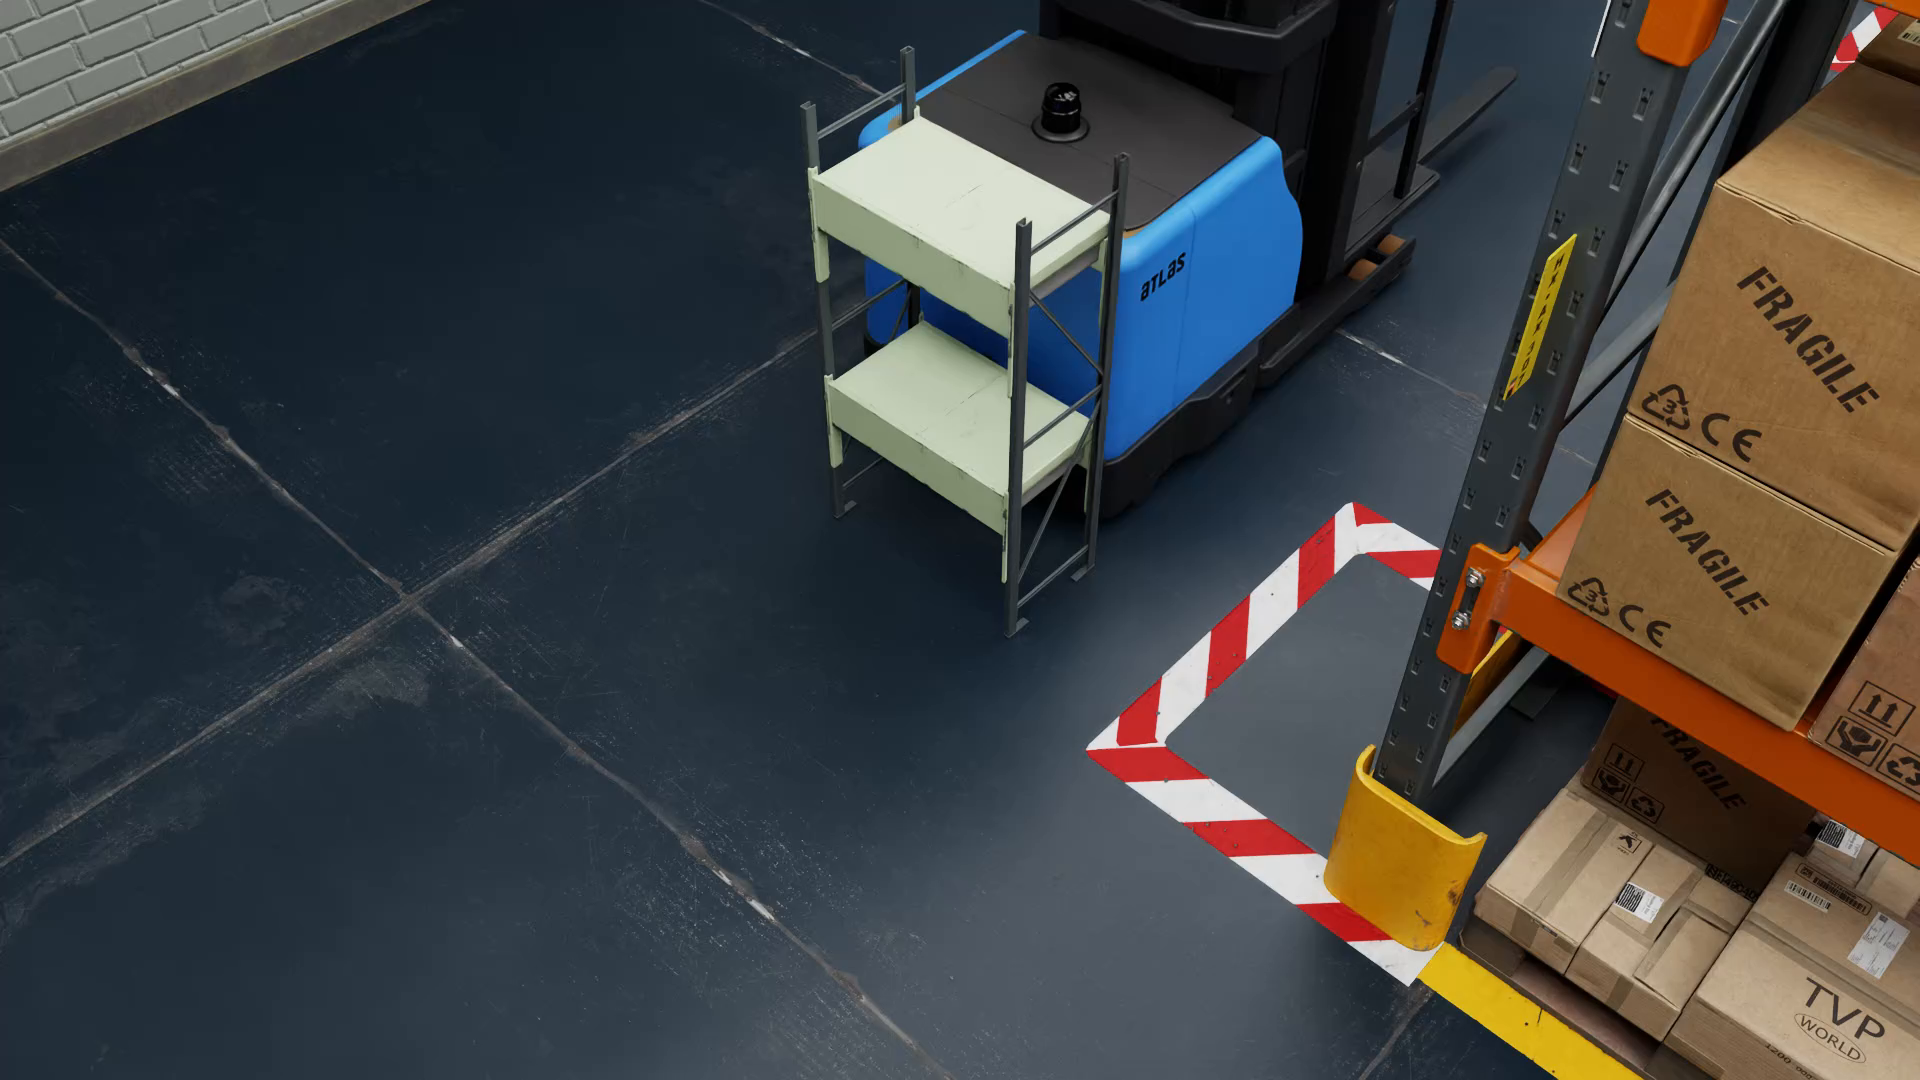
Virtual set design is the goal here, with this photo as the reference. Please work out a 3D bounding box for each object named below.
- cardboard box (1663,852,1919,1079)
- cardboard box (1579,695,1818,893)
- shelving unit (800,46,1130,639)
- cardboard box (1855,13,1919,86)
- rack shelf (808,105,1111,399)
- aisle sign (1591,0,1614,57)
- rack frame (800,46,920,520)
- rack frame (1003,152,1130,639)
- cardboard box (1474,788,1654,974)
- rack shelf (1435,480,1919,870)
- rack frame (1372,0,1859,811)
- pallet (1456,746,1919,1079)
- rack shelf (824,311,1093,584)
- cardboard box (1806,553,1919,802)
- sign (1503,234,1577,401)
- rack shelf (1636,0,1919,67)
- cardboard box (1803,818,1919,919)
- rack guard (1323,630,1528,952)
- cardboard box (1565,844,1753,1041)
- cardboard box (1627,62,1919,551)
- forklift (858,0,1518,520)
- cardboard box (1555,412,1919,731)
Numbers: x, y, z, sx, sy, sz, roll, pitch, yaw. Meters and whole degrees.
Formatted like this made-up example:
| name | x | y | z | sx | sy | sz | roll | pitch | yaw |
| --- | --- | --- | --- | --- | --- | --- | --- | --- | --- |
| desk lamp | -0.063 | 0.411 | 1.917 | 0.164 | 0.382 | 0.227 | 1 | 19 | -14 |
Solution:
| name | x | y | z | sx | sy | sz | roll | pitch | yaw |
| --- | --- | --- | --- | --- | --- | --- | --- | --- | --- |
| cardboard box | 1.977 | 1.071 | 3.771 | 0.500 | 0.250 | 0.500 | 34 | 55 | 28 |
| cardboard box | 1.969 | 0.454 | 4.179 | 0.500 | 0.500 | 0.500 | 34 | 55 | 28 |
| shelving unit | 0.005 | -0.510 | 4.700 | 0.755 | 1.500 | 0.431 | 34 | 55 | 28 |
| cardboard box | 1.916 | -0.691 | 3.087 | 0.500 | 0.500 | 0.500 | 33 | 55 | 27 |
| rack shelf | 0.005 | -0.777 | 4.416 | 0.720 | 0.370 | 0.431 | 34 | 55 | 28 |
| aisle sign | 1.153 | -1.154 | 2.493 | 0.004 | 0.787 | 0.394 | 34 | 55 | 28 |
| rack frame | -0.264 | -0.691 | 4.870 | 0.023 | 1.500 | 0.400 | 34 | 55 | 28 |
| rack frame | 0.274 | -0.329 | 4.530 | 0.023 | 1.500 | 0.400 | 34 | 55 | 28 |
| cardboard box | 1.477 | 0.829 | 4.068 | 0.250 | 0.149 | 0.380 | 34 | 55 | 28 |
| rack shelf | 2.872 | 0.847 | 2.890 | 4.000 | 0.370 | 1.077 | 34 | 55 | 28 |
| rack frame | 1.402 | -0.388 | 3.556 | 0.127 | 3.000 | 1.000 | 34 | 55 | 28 |
| pallet | 2.045 | 0.998 | 4.168 | 1.213 | 0.211 | 1.003 | 34 | 55 | 28 |
| rack shelf | 0.005 | -0.287 | 4.938 | 0.720 | 0.370 | 0.431 | 34 | 55 | 28 |
| cardboard box | 1.932 | 0.191 | 2.945 | 0.500 | 0.500 | 0.500 | 33 | 55 | 27 |
| sign | 1.034 | -0.393 | 2.968 | 0.005 | 0.325 | 0.100 | 34 | 55 | 28 |
| rack shelf | 2.872 | -0.179 | 1.797 | 4.000 | 0.370 | 1.077 | 34 | 55 | 28 |
| cardboard box | 2.205 | 0.817 | 4.067 | 0.250 | 0.166 | 0.380 | 34 | 55 | 28 |
| rack guard | 1.458 | 0.505 | 4.432 | 0.348 | 0.500 | 1.175 | 34 | 55 | 28 |
| cardboard box | 1.661 | 0.946 | 3.946 | 0.250 | 0.166 | 0.380 | 34 | 55 | 28 |
| cardboard box | 1.549 | -0.404 | 2.817 | 0.500 | 0.500 | 0.500 | 36 | 56 | 29 |
| forklift | 1.021 | -2.071 | 5.184 | 1.130 | 2.935 | 3.031 | 32 | 55 | 26 |
| cardboard box | 1.549 | -0.061 | 3.181 | 0.500 | 0.500 | 0.500 | 35 | 56 | 28 |
